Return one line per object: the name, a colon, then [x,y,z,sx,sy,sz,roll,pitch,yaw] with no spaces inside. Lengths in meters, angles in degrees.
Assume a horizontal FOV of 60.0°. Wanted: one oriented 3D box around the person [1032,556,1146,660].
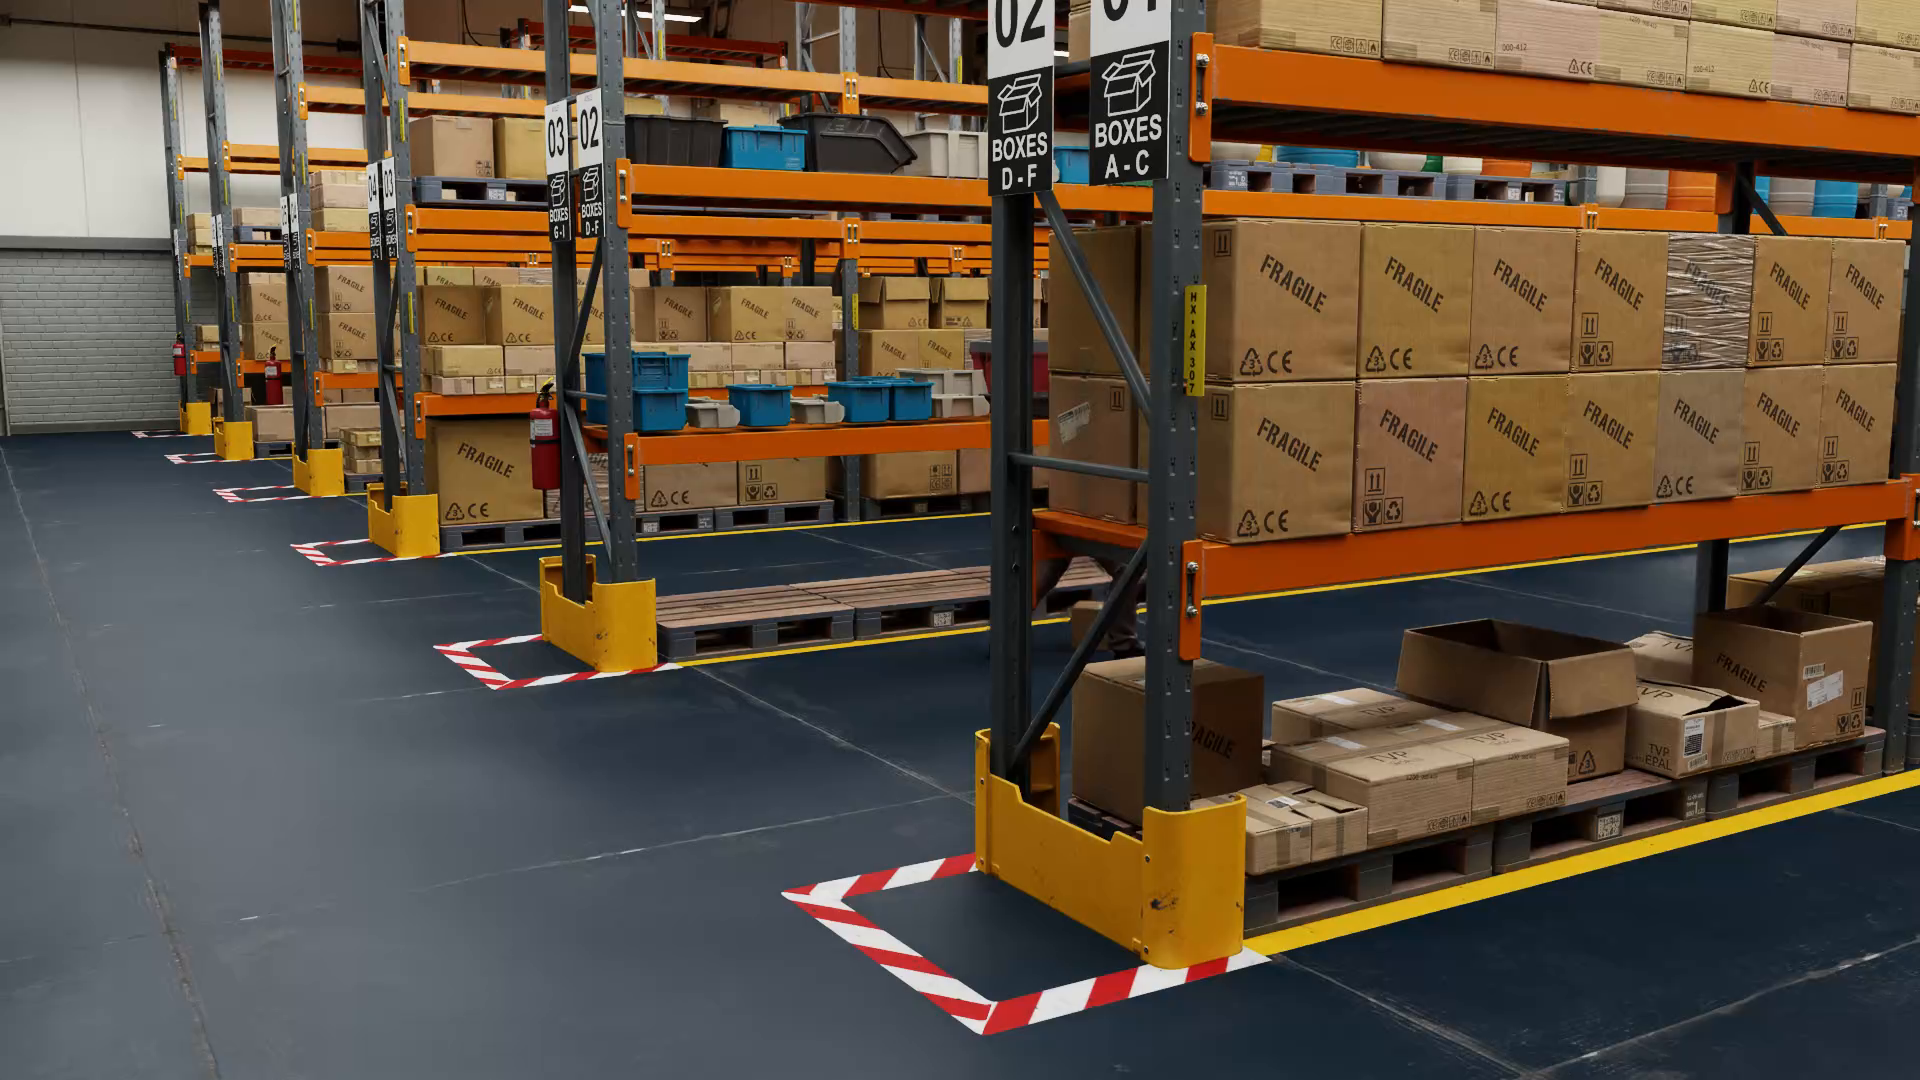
person: [0.680,-0.146,9.601,0.958,1.668,0.569,-2,8,-11]
